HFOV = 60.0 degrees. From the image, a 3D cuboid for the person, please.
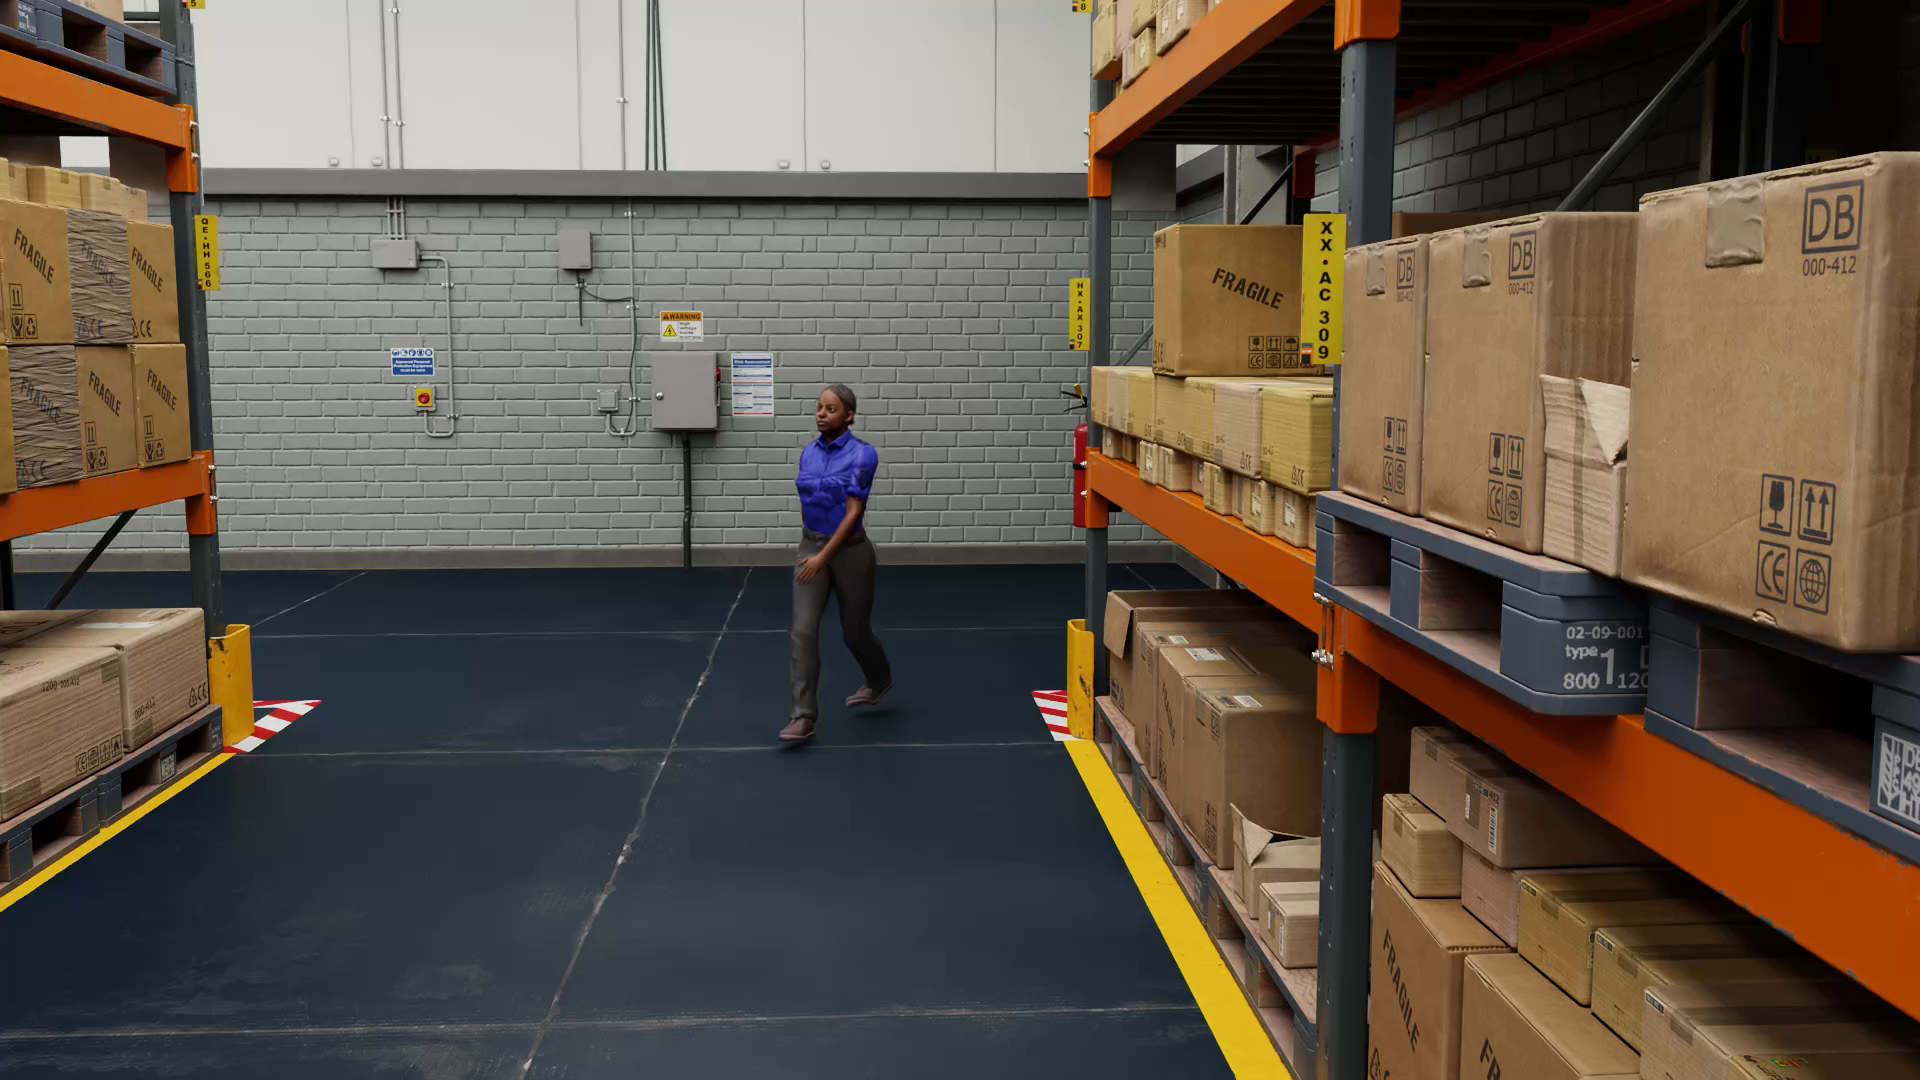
[{"bbox_3d":[-0.584,0.079,7.683,0.482,1.597,0.981,3,8,22],"label":"person"}]
